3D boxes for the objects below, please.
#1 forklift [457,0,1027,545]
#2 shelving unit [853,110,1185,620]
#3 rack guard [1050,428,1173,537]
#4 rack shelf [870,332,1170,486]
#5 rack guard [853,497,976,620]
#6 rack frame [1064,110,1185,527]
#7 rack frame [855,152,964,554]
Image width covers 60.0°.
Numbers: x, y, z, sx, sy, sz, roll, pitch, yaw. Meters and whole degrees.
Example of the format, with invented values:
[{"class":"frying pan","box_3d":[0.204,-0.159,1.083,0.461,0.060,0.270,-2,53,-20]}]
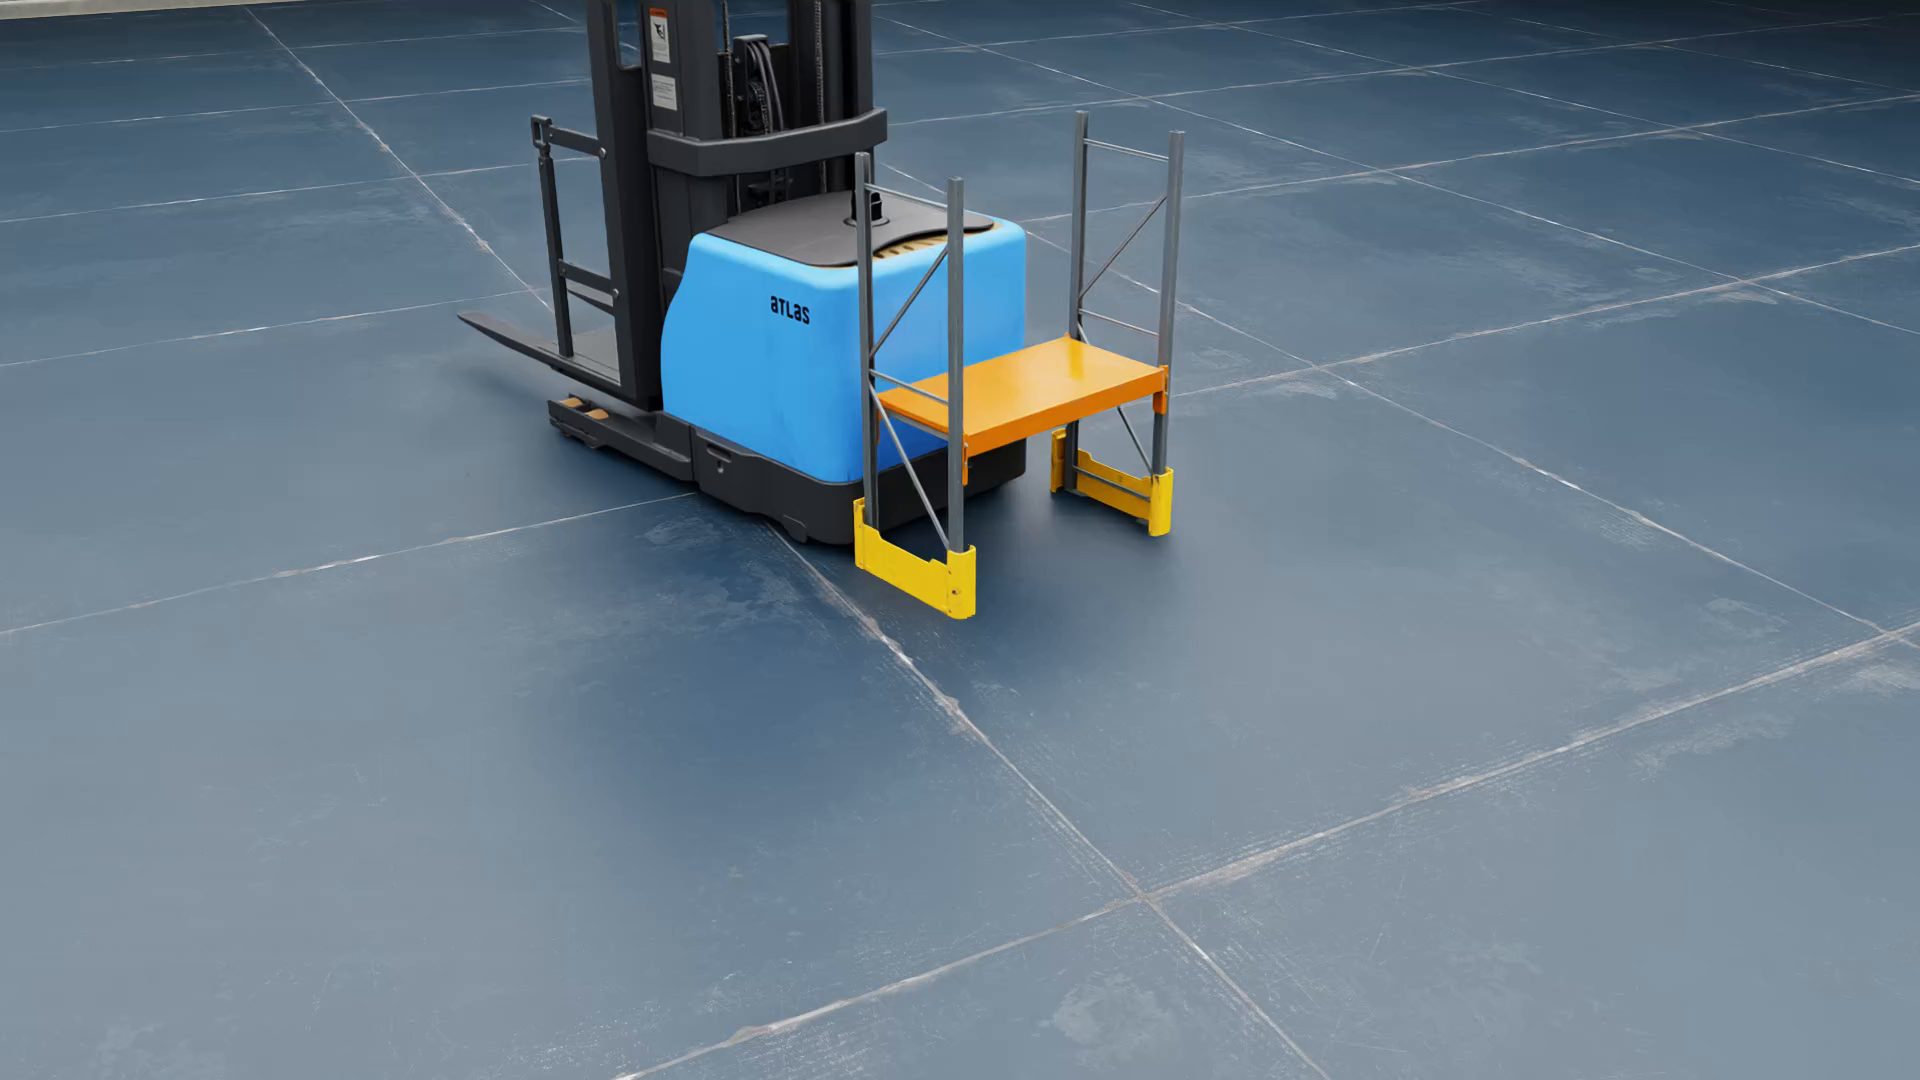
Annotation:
[{"class":"forklift","box_3d":[-1.127,-1.846,6.709,1.130,2.935,3.031,-23,34,-39]},{"class":"shelving unit","box_3d":[0.207,-0.649,5.868,1.083,1.500,0.587,-21,33,-37]},{"class":"rack guard","box_3d":[0.579,-0.229,6.437,0.087,0.250,0.587,-21,33,-37]},{"class":"rack shelf","box_3d":[0.214,-0.489,5.951,1.000,0.185,0.538,-21,33,-37]},{"class":"rack guard","box_3d":[-0.164,0.058,5.840,0.087,0.250,0.587,-21,33,-37]},{"class":"rack frame","box_3d":[0.593,-0.798,6.178,0.032,1.500,0.500,-21,33,-37]},{"class":"rack frame","box_3d":[-0.165,-0.505,5.568,0.032,1.500,0.500,-21,33,-37]}]
